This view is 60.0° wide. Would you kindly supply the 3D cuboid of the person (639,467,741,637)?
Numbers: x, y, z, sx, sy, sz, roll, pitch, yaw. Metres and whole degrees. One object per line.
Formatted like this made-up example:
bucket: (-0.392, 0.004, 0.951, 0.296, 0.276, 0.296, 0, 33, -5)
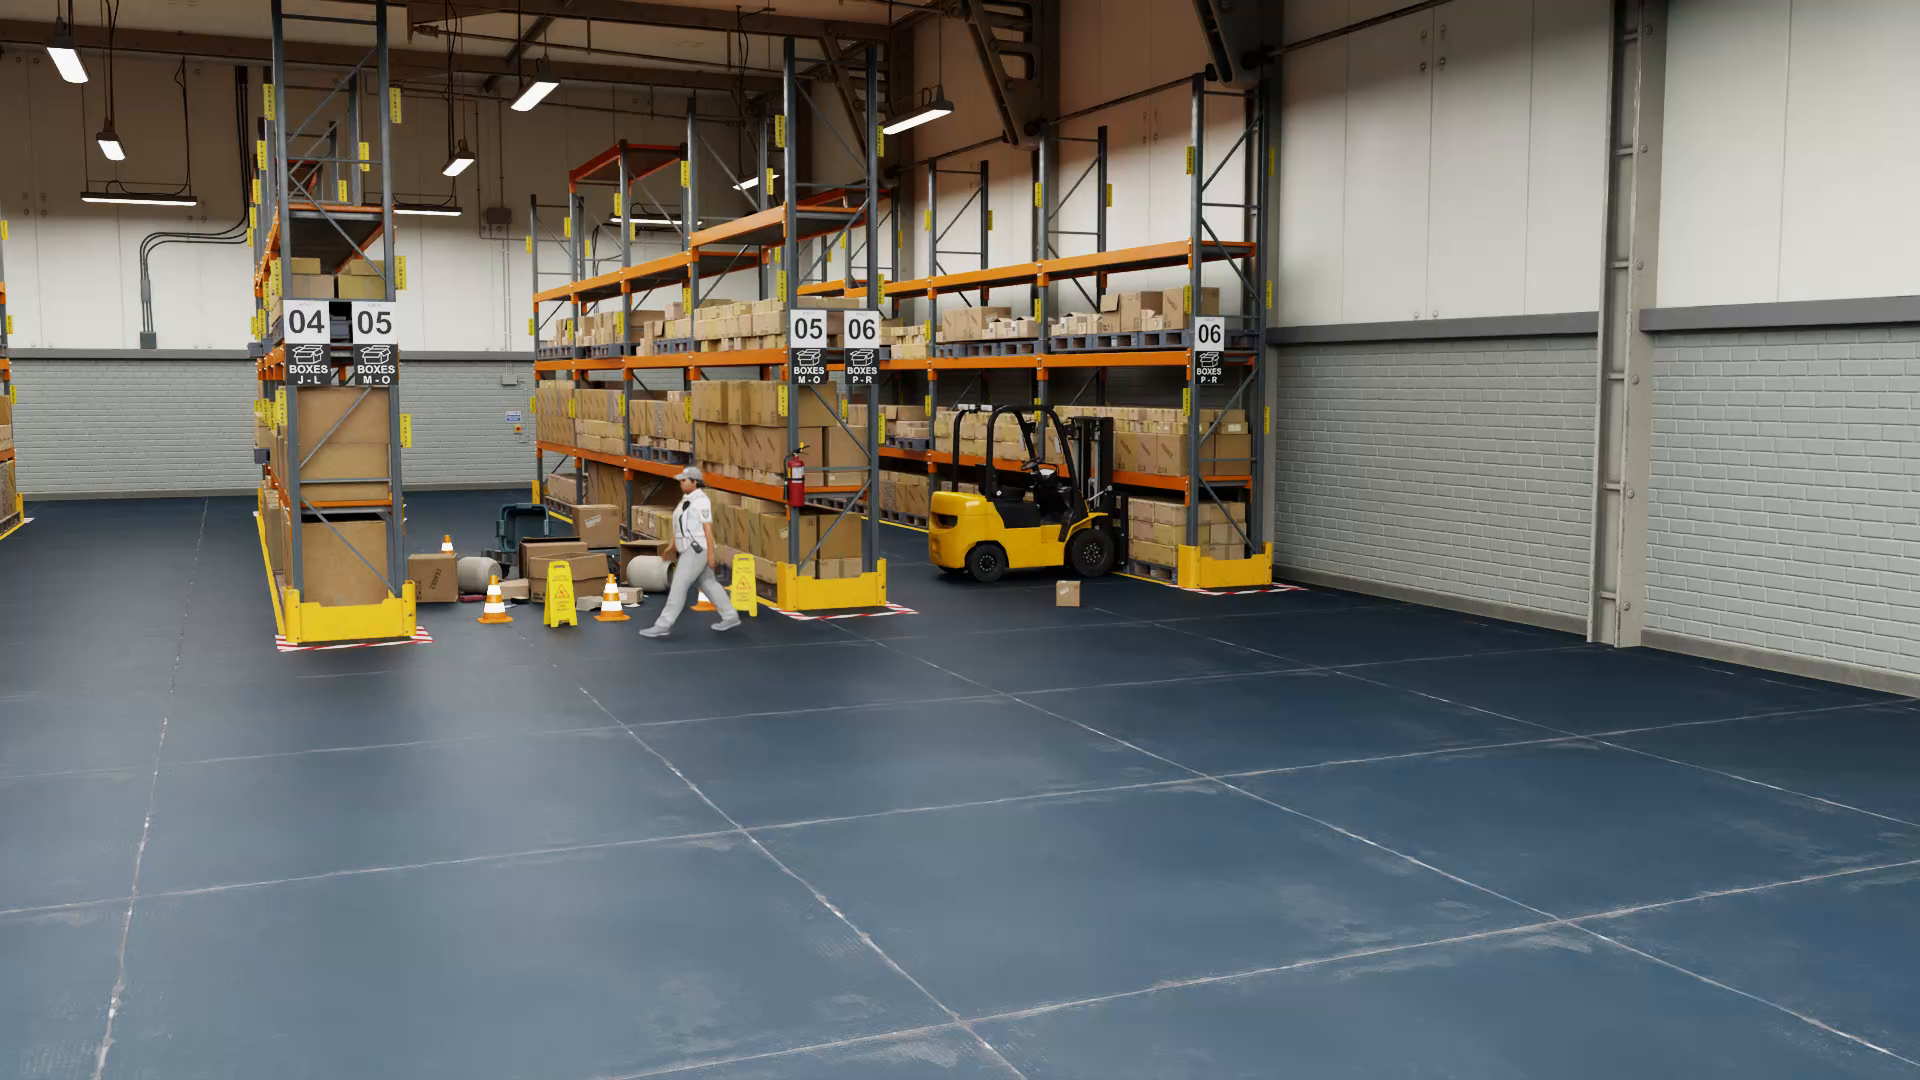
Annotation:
person: (-2.605, 0.093, 15.947, 1.028, 1.596, 0.496, -2, 6, -21)
